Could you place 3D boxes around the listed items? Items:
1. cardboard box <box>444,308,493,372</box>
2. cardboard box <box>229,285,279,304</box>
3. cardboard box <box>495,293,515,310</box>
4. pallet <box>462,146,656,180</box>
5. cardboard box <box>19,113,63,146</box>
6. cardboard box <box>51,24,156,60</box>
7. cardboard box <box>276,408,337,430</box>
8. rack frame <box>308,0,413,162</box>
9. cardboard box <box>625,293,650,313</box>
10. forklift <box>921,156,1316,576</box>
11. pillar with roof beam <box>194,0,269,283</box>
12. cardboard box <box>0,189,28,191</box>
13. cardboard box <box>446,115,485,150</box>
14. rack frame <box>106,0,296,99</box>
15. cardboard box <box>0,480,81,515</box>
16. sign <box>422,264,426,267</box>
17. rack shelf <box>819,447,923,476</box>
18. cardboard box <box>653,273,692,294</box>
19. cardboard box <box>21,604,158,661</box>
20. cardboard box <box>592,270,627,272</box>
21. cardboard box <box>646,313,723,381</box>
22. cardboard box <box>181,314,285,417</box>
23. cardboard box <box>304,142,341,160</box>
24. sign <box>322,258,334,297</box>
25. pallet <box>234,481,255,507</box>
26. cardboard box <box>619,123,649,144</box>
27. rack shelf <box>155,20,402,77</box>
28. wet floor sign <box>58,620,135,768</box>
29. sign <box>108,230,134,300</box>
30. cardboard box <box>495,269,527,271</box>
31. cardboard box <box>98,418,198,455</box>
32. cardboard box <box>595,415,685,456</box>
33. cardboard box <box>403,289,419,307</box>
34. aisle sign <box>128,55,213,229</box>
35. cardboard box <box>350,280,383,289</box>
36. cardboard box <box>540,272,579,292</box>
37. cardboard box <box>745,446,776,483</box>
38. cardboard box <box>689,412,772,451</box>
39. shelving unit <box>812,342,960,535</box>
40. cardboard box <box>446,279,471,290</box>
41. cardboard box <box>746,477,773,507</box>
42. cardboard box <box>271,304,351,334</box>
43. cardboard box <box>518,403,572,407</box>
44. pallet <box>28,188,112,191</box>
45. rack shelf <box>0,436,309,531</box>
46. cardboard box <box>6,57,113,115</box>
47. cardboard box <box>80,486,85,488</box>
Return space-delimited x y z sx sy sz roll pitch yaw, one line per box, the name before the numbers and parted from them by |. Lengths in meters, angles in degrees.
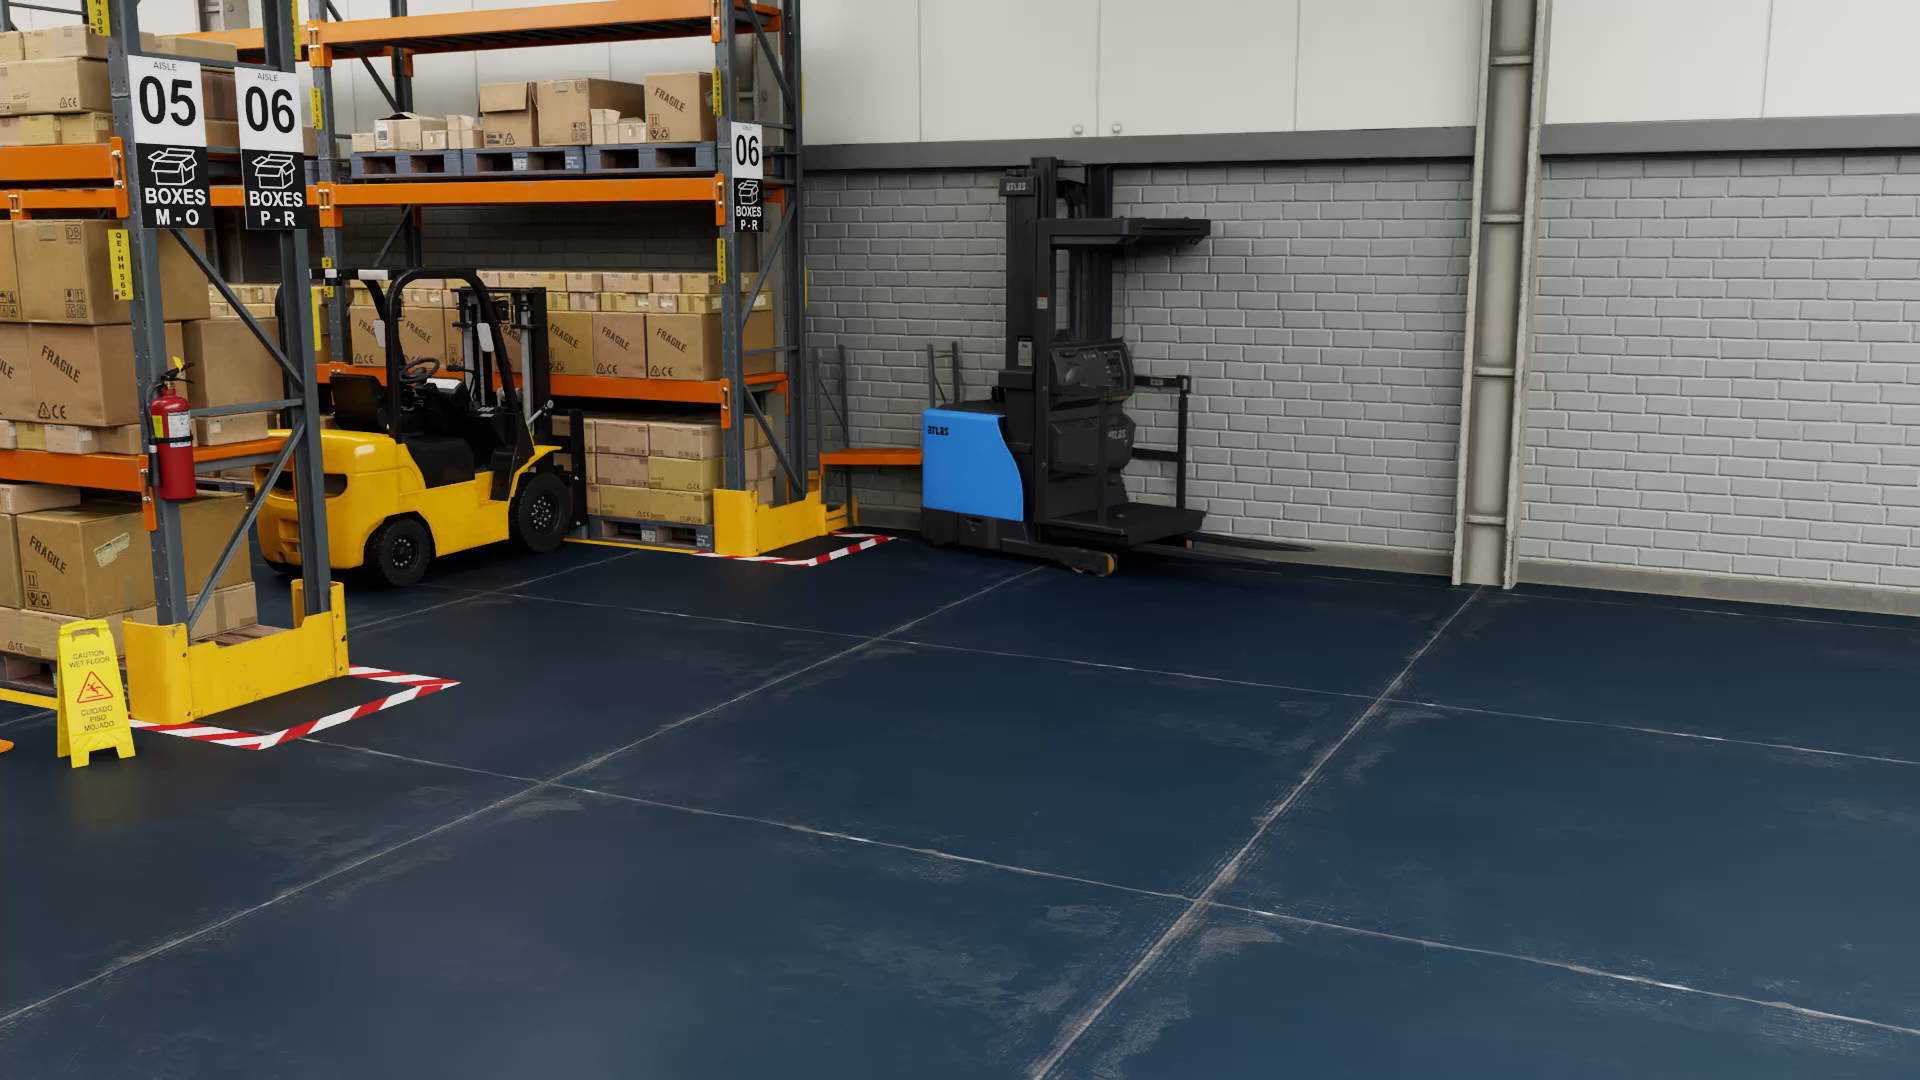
cardboard box | -3.876 -1.662 13.712 0.500 0.500 0.500 5 11 25
cardboard box | -6.222 -2.173 14.709 0.250 0.149 0.380 5 11 24
cardboard box | -3.540 -1.944 13.448 0.250 0.149 0.380 5 11 25
pallet | -3.221 -3.041 13.436 1.213 0.211 1.003 5 11 26
cardboard box | -4.374 -2.010 8.196 0.250 0.149 0.380 5 11 26
cardboard box | -4.127 -2.384 8.024 0.250 0.149 0.380 5 11 26
cardboard box | -5.560 -0.845 14.968 0.625 0.625 0.875 6 12 28
rack frame | -5.087 -4.720 14.042 0.127 3.000 1.000 5 11 26
cardboard box | -2.383 -1.849 12.924 0.250 0.149 0.380 5 12 27
forklift | 1.135 -1.289 12.122 3.031 2.935 1.130 9 14 41
pillar with roof beam | -9.011 -4.389 12.213 0.400 9.000 9.100 5 11 26
cardboard box | -9.242 -3.487 16.073 0.500 0.250 0.500 5 11 24
cardboard box | -3.891 -3.268 13.361 0.258 0.266 0.396 5 11 24
rack frame | -3.693 -3.612 7.919 0.127 3.000 1.000 5 11 26
cardboard box | -4.886 -0.241 8.755 0.250 0.149 0.380 5 12 27
sign | -4.843 -2.322 14.983 0.005 0.325 0.100 5 11 26
rack shelf | -0.563 -0.633 13.351 1.000 0.185 0.538 1 9 24
cardboard box | -2.150 -1.977 12.792 0.250 0.149 0.380 5 11 26
cardboard box | -4.559 0.464 8.785 0.500 0.250 0.500 5 11 26
cardboard box | -2.824 -2.148 13.737 0.250 0.149 0.380 5 11 24
cardboard box | -2.058 -1.499 12.808 0.500 0.500 0.500 5 11 25
cardboard box | -3.995 -0.937 8.869 0.500 0.500 0.500 5 11 25
cardboard box | -5.762 -3.474 14.828 0.250 0.149 0.380 5 11 26
sign | -5.319 -2.211 13.997 0.005 0.325 0.100 5 11 26
pallet | -5.765 -0.448 15.111 1.213 0.211 1.003 5 11 26
cardboard box | -2.378 -3.078 12.637 0.250 0.149 0.380 5 11 24
rack shelf | -6.881 -4.327 15.013 4.000 0.370 1.077 5 11 26
wet floor sign | -3.996 0.685 7.636 0.267 0.644 0.232 -10 14 -43
sign | -3.957 -1.298 7.841 0.005 0.325 0.100 5 11 26
cardboard box | -3.741 -2.227 14.177 0.250 0.149 0.380 5 11 25
cardboard box | -4.123 -0.531 8.449 0.250 0.149 0.380 5 12 28
cardboard box | -2.512 -0.824 13.096 0.500 0.250 0.500 5 12 27
cardboard box | -4.439 -2.033 13.939 0.250 0.149 0.380 5 11 26
aisle sign | -3.766 -1.888 7.939 0.004 0.787 0.394 5 11 26
cardboard box | -4.933 -2.210 14.083 0.250 0.149 0.380 5 12 27
cardboard box | -3.104 -2.047 13.179 0.250 0.149 0.380 5 12 27
cardboard box | -1.830 -0.623 13.386 0.500 0.250 0.500 5 12 27
cardboard box | -1.847 -0.867 13.330 0.500 0.250 0.500 5 11 25
shelving unit | -0.578 -0.811 13.330 1.083 1.500 0.587 1 9 24
cardboard box | -3.995 -2.133 13.653 0.250 0.149 0.380 5 11 25
cardboard box | -1.854 -0.376 13.429 0.500 0.250 0.500 5 11 26
cardboard box | -5.641 -1.938 14.533 0.500 0.250 0.500 5 11 25
cardboard box | -3.652 -1.026 14.212 0.500 0.250 0.500 5 11 26
pallet | -8.026 -3.427 15.851 1.003 0.211 1.213 6 12 28
rack shelf | -5.487 -0.463 9.388 4.000 0.370 1.077 5 11 26
cardboard box | -4.271 -2.206 8.158 0.500 0.250 0.500 5 11 25
cardboard box | -5.233 -0.073 9.648 0.500 0.500 0.500 5 12 27
